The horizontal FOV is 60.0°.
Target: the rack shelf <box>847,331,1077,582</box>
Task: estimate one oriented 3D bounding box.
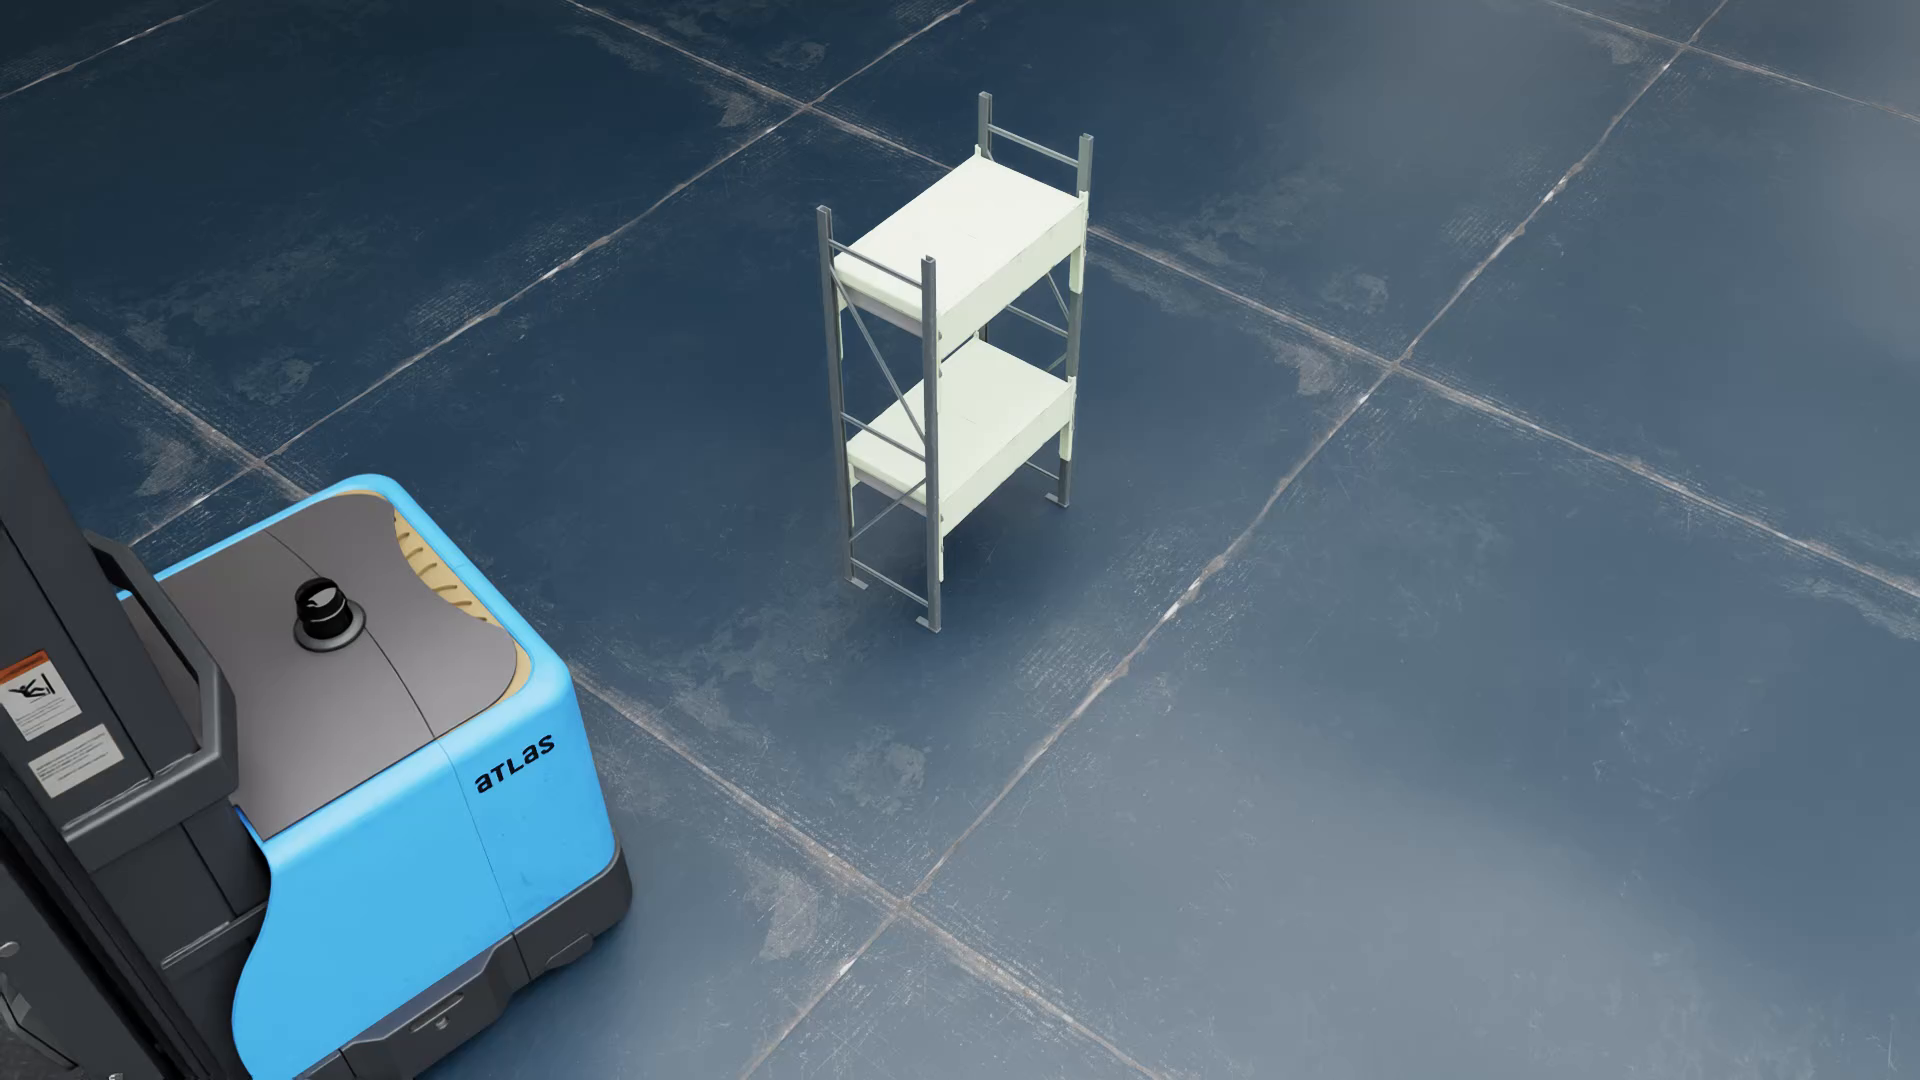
[{"bbox_3d":[-0.004,-0.289,5.440,0.431,0.370,0.720,29,53,25],"label":"rack shelf"}]

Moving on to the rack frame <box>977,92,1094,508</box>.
[{"bbox_3d":[0.220,-0.724,5.404,0.400,1.500,0.023,29,53,25],"label":"rack frame"}]

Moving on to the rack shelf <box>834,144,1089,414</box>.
[{"bbox_3d":[-0.004,-0.784,4.922,0.431,0.370,0.720,29,53,25],"label":"rack shelf"}]

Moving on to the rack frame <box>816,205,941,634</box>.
[{"bbox_3d":[-0.228,-0.305,5.004,0.400,1.500,0.023,29,53,25],"label":"rack frame"}]

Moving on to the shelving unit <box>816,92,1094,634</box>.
[{"bbox_3d":[-0.004,-0.514,5.204,0.431,1.500,0.755,29,53,25],"label":"shelving unit"}]

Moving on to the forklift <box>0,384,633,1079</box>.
[{"bbox_3d":[-2.362,0.491,3.254,3.031,2.935,1.130,-32,54,-27],"label":"forklift"}]
